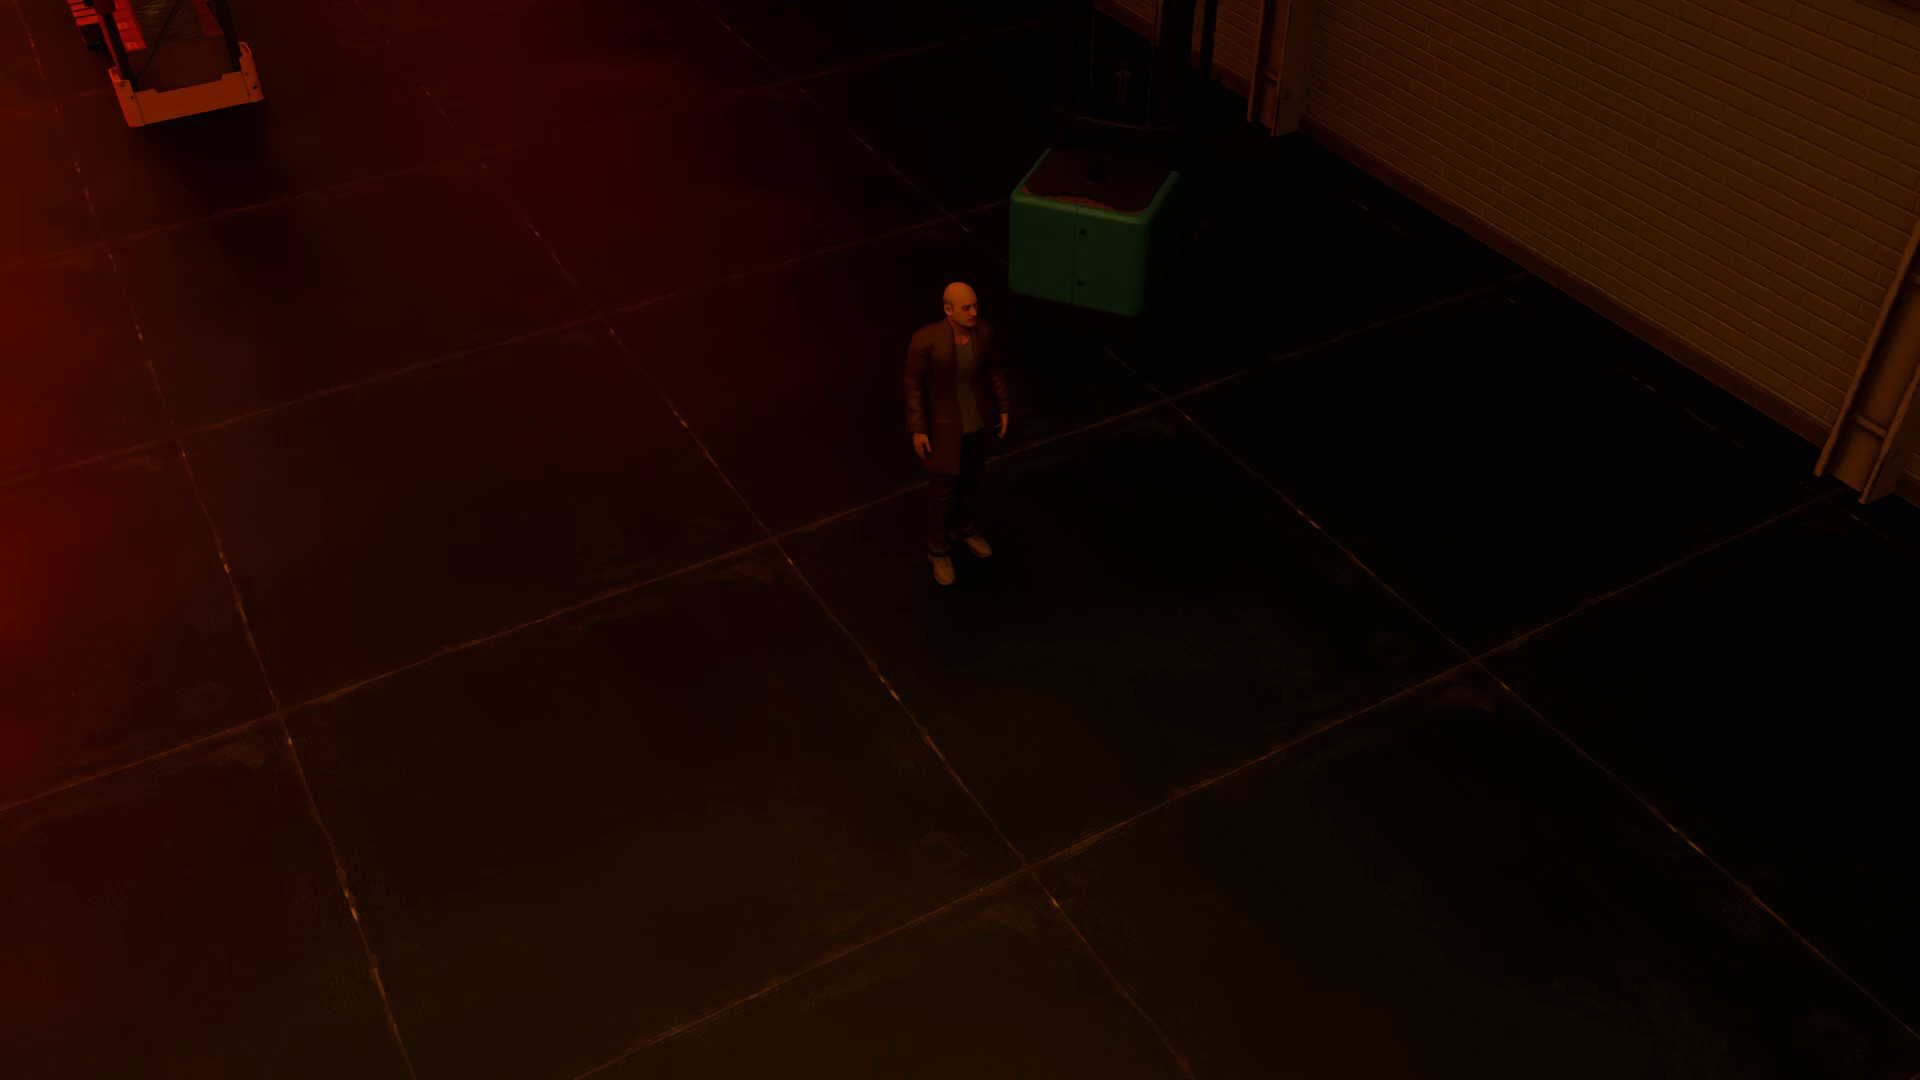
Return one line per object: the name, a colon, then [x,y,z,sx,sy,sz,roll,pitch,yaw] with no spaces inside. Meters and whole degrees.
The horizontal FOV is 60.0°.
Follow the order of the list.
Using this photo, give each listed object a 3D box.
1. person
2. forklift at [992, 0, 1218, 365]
person: [0.042,-0.639,9.697,0.697,1.776,0.581,-20,44,-23]
forklift: [1.254,-3.302,12.018,1.130,2.935,3.031,14,42,17]
